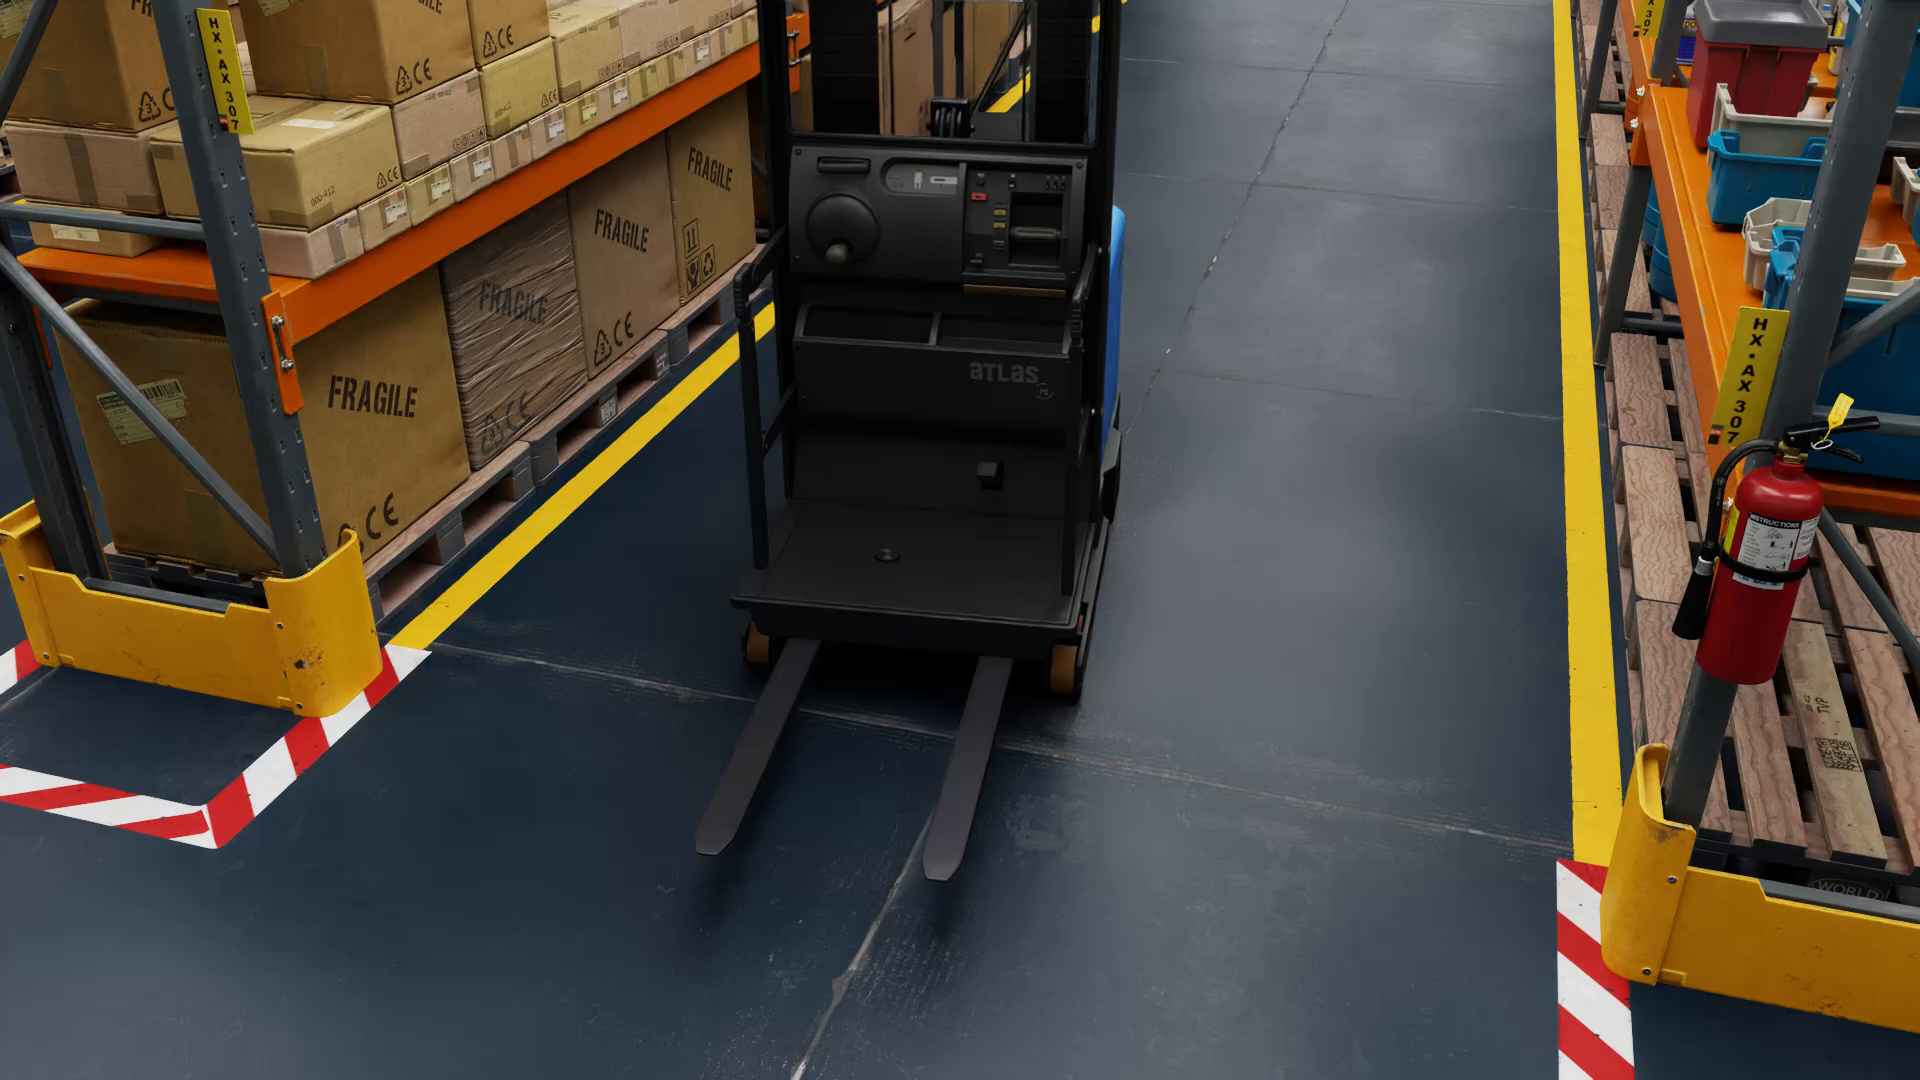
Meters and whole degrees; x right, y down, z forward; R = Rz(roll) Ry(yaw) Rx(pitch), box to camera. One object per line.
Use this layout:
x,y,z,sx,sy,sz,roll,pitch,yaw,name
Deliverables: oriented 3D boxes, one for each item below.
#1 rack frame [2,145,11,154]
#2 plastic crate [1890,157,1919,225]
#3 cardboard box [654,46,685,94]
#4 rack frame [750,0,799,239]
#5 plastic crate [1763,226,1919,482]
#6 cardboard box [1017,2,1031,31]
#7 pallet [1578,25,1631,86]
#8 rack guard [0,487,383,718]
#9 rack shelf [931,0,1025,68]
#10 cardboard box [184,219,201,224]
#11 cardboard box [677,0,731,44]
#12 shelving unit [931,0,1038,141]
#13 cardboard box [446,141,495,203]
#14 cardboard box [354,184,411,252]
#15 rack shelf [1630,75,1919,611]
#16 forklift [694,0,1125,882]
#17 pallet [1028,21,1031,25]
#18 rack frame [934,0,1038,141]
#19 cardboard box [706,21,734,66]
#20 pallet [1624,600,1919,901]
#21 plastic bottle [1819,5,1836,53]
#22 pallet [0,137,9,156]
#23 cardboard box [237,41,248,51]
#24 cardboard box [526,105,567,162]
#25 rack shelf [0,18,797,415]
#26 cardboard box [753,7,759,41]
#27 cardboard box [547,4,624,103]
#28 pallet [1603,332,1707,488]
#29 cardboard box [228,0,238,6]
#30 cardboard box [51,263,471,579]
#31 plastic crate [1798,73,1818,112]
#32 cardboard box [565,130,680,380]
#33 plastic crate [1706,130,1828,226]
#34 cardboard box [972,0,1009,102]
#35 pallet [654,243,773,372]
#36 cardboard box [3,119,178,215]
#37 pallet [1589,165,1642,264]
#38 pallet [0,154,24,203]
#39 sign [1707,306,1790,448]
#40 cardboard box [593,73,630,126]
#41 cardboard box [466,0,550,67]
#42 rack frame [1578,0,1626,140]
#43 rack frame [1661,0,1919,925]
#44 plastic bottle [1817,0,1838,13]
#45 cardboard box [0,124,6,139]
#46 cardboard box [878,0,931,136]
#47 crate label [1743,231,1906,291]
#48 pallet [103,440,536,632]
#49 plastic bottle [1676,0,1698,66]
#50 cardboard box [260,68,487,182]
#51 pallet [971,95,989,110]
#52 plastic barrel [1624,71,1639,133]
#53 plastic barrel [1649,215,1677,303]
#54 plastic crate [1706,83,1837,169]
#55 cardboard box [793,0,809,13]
-6.024,-3.529,9.507,1.000,3.000,0.127,8,30,15,rack frame
3.199,-1.126,5.398,0.293,0.136,0.466,8,30,15,plastic crate
-1.390,-1.997,7.013,0.380,0.149,0.250,9,30,16,cardboard box
-1.312,-2.774,8.151,1.000,3.000,0.127,8,30,15,rack frame
2.168,-0.432,3.843,0.616,0.435,0.499,8,30,15,plastic crate
0.190,-4.307,13.025,0.700,0.500,0.500,6,30,11,cardboard box
5.221,-3.627,12.553,1.003,0.211,1.213,8,30,15,pallet
-2.493,0.189,5.397,1.175,0.500,0.348,8,30,15,rack guard
0.142,-2.064,6.389,0.431,0.518,0.480,5,29,8,rack shelf
-2.622,-1.139,5.470,0.380,0.149,0.250,9,30,15,cardboard box
-1.340,-2.355,7.246,0.500,0.250,0.500,9,30,16,cardboard box
0.142,-1.464,6.723,0.431,2.100,0.503,5,29,8,shelving unit
-1.842,-1.283,5.729,0.380,0.149,0.250,8,30,14,cardboard box
-1.993,-1.043,5.297,0.380,0.149,0.250,8,30,14,cardboard box
2.836,-0.823,5.384,1.077,0.370,4.000,8,30,15,rack shelf
-0.108,-0.971,4.980,1.130,2.935,3.031,5,29,8,forklift
0.453,-4.342,13.839,1.003,0.211,1.213,8,30,15,pallet
0.101,-1.347,6.512,0.400,2.100,0.015,5,29,8,rack frame
-1.239,-2.237,7.444,0.380,0.149,0.250,8,30,14,cardboard box
2.528,0.633,4.896,1.003,0.211,1.213,8,30,15,pallet
3.905,-2.320,7.540,0.097,0.201,0.097,0,29,0,plastic bottle
-5.797,-2.672,10.836,1.003,0.211,1.213,8,30,15,pallet
-2.299,-1.715,6.095,0.500,0.250,0.500,7,30,13,cardboard box
-1.692,-1.521,6.157,0.380,0.149,0.250,8,30,14,cardboard box
-1.899,-1.530,6.655,1.077,0.370,4.000,8,30,15,rack shelf
-1.089,-2.476,7.873,0.380,0.149,0.250,9,30,15,cardboard box
-1.642,-1.883,6.397,0.500,0.250,0.500,8,30,14,cardboard box
3.244,-0.501,6.934,1.003,0.211,1.213,8,30,15,pallet
-5.247,-3.737,11.251,0.500,0.250,0.500,10,31,17,cardboard box
-2.375,-0.479,5.779,0.875,0.875,0.875,8,30,15,cardboard box
3.149,-1.782,6.578,0.396,0.136,0.243,8,30,15,plastic crate
-1.847,-1.315,7.283,0.875,0.875,0.875,8,30,15,cardboard box
2.606,-1.152,5.346,0.416,0.233,0.300,8,30,15,plastic crate
-0.361,-3.570,11.336,1.225,0.875,0.875,7,30,13,cardboard box
-1.610,-1.213,8.214,1.003,0.211,1.213,8,30,15,pallet
-2.598,-1.243,5.246,0.500,0.250,0.500,8,30,14,cardboard box
4.045,-1.770,9.215,1.003,0.211,1.213,8,30,15,pallet
-6.187,-1.993,9.615,1.003,0.211,1.213,8,30,15,pallet
1.718,-0.351,3.627,0.100,0.325,0.005,8,30,15,sign
-1.541,-1.760,6.587,0.380,0.149,0.250,9,30,16,cardboard box
-1.794,-1.966,5.775,0.500,0.500,0.500,8,30,14,cardboard box
4.597,-3.926,10.222,1.000,3.000,0.127,8,30,15,rack frame
2.248,-0.208,3.539,1.000,3.000,0.127,8,30,15,rack frame
4.194,-2.604,7.973,0.152,0.276,0.135,8,30,15,plastic bottle
-5.813,-2.405,9.681,0.380,0.149,0.250,9,30,16,cardboard box
-0.882,-2.745,9.852,1.225,0.875,0.875,7,30,13,cardboard box
2.472,-0.790,4.793,0.396,0.136,0.243,8,30,15,crate label
-2.326,-0.079,6.175,1.003,0.211,1.213,8,30,15,pallet
3.229,-2.242,7.323,0.152,0.276,0.135,8,30,15,plastic bottle
-1.941,-1.406,5.541,0.500,0.250,0.500,8,30,14,cardboard box
-0.442,-3.059,11.531,1.003,0.211,1.213,8,30,15,pallet
4.469,-2.931,10.234,0.600,0.830,0.708,8,30,15,plastic barrel
3.599,-1.584,7.738,0.600,0.901,0.708,8,30,15,plastic barrel
2.798,-1.358,5.666,0.437,0.282,0.530,8,30,15,plastic crate
-0.938,-2.996,8.447,0.500,0.500,0.500,9,30,15,cardboard box
